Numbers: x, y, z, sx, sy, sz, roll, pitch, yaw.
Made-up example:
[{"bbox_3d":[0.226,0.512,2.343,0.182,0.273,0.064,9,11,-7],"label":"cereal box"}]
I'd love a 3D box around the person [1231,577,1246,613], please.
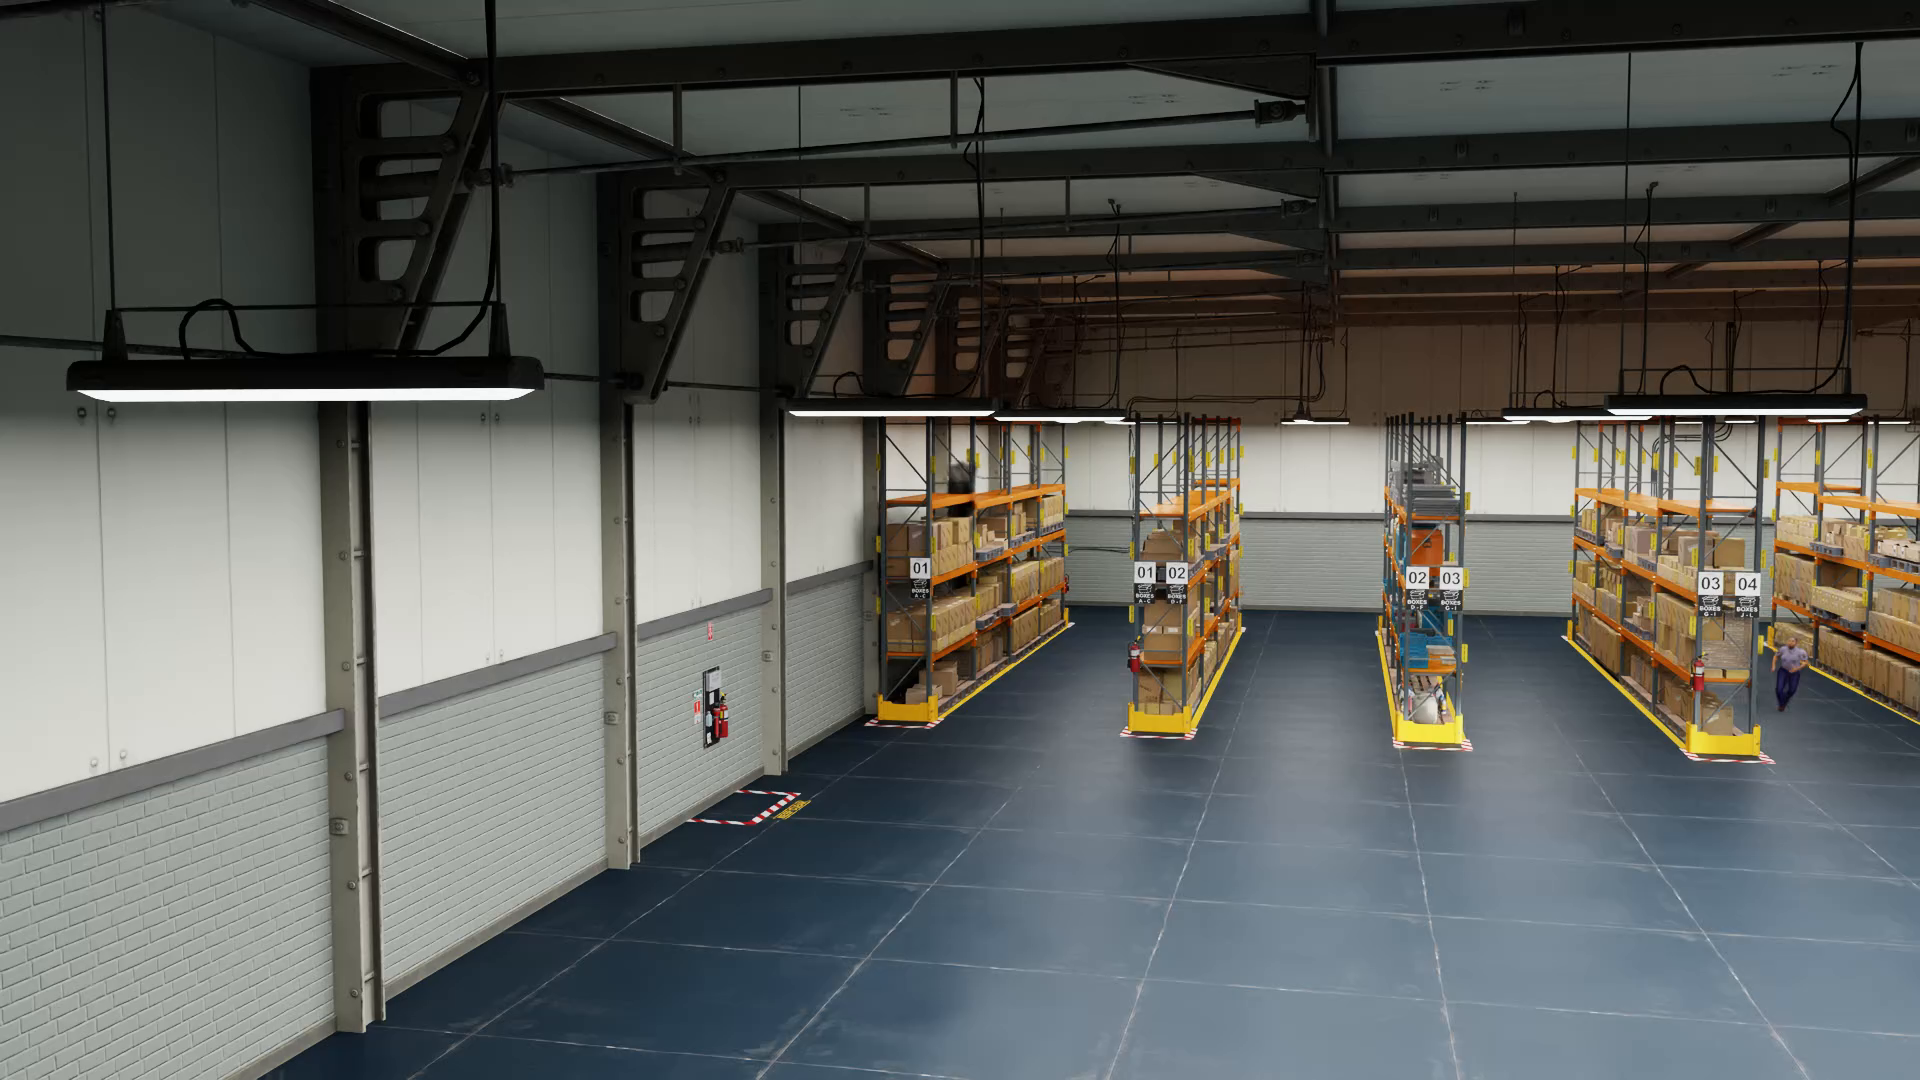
[{"bbox_3d":[7.892,1.618,47.932,0.715,1.721,0.580,-3,5,-41],"label":"person"}]

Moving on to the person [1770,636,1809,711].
[{"bbox_3d":[16.751,2.700,33.580,0.685,1.559,0.526,2,4,29],"label":"person"}]
